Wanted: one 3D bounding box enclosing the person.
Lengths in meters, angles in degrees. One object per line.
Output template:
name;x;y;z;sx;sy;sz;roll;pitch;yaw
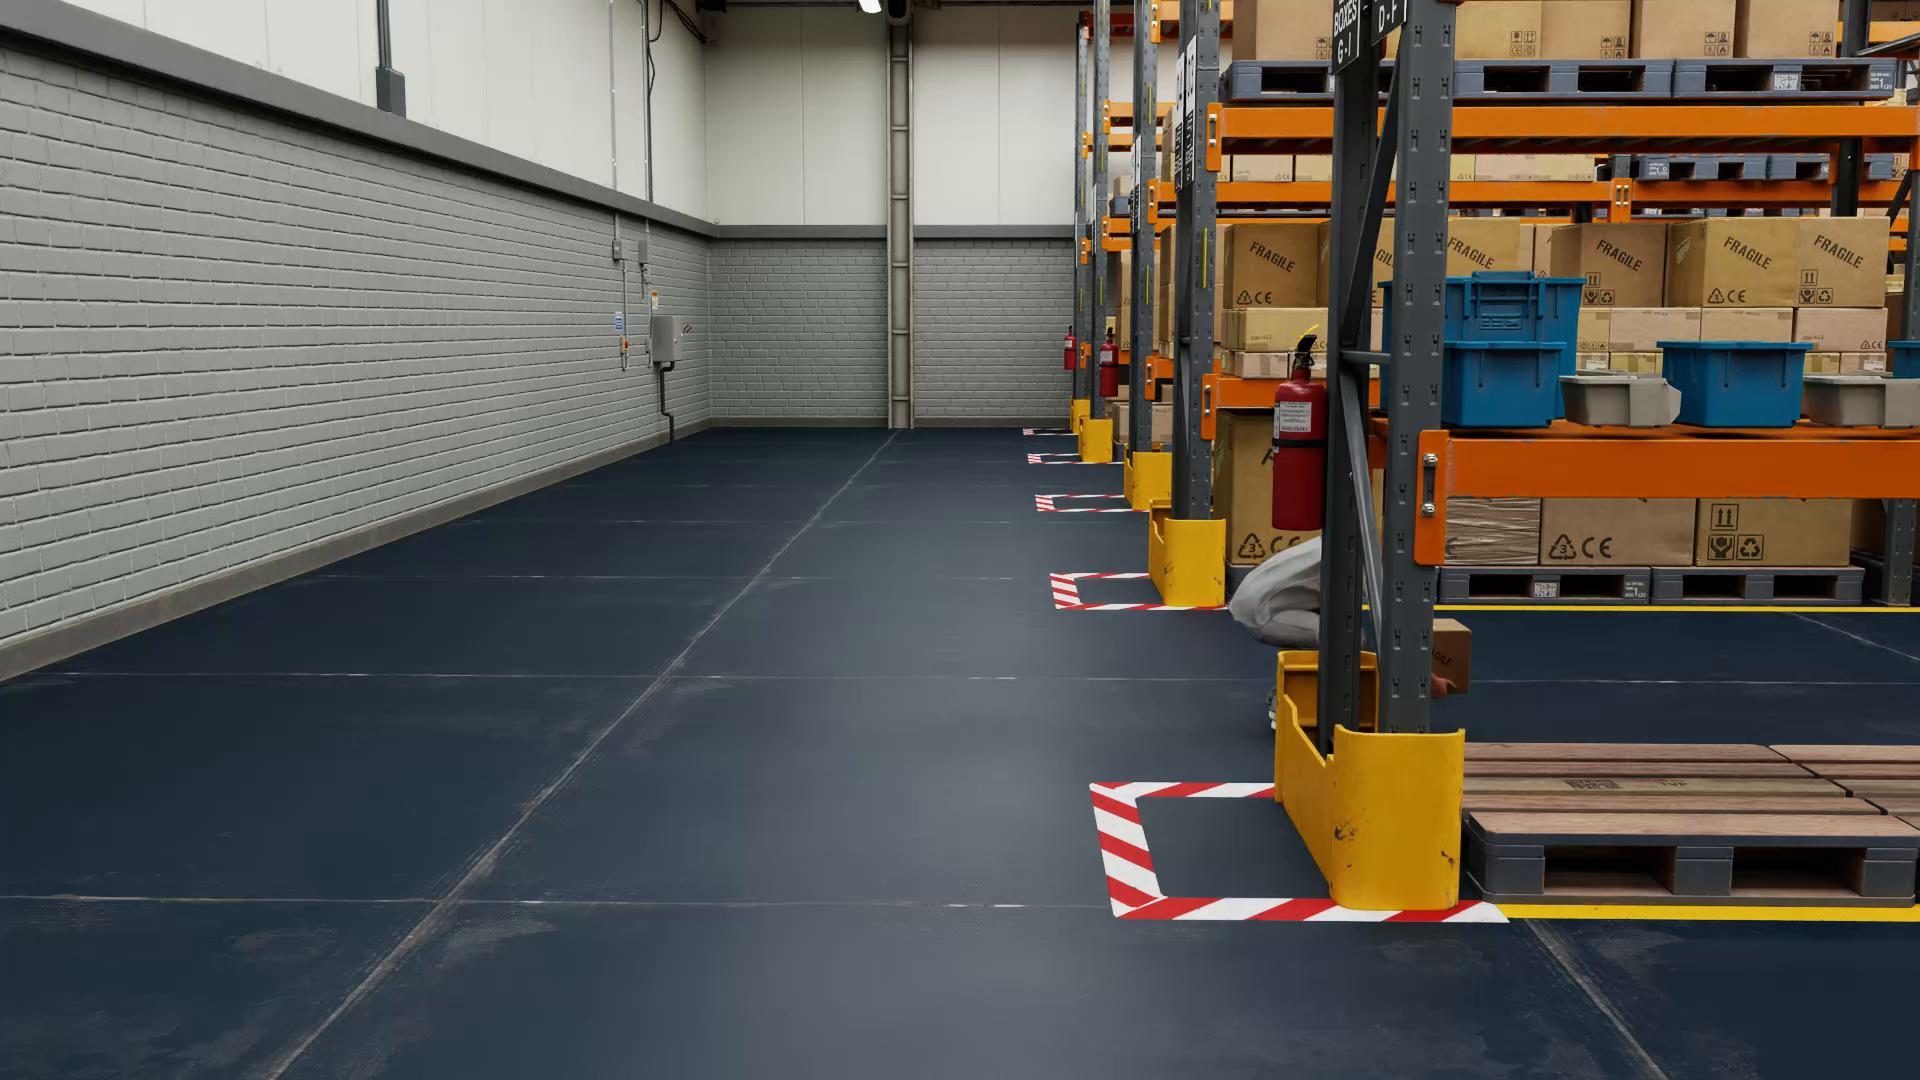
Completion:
person;1.511;0.326;6.583;0.888;0.890;0.417;2;8;15
